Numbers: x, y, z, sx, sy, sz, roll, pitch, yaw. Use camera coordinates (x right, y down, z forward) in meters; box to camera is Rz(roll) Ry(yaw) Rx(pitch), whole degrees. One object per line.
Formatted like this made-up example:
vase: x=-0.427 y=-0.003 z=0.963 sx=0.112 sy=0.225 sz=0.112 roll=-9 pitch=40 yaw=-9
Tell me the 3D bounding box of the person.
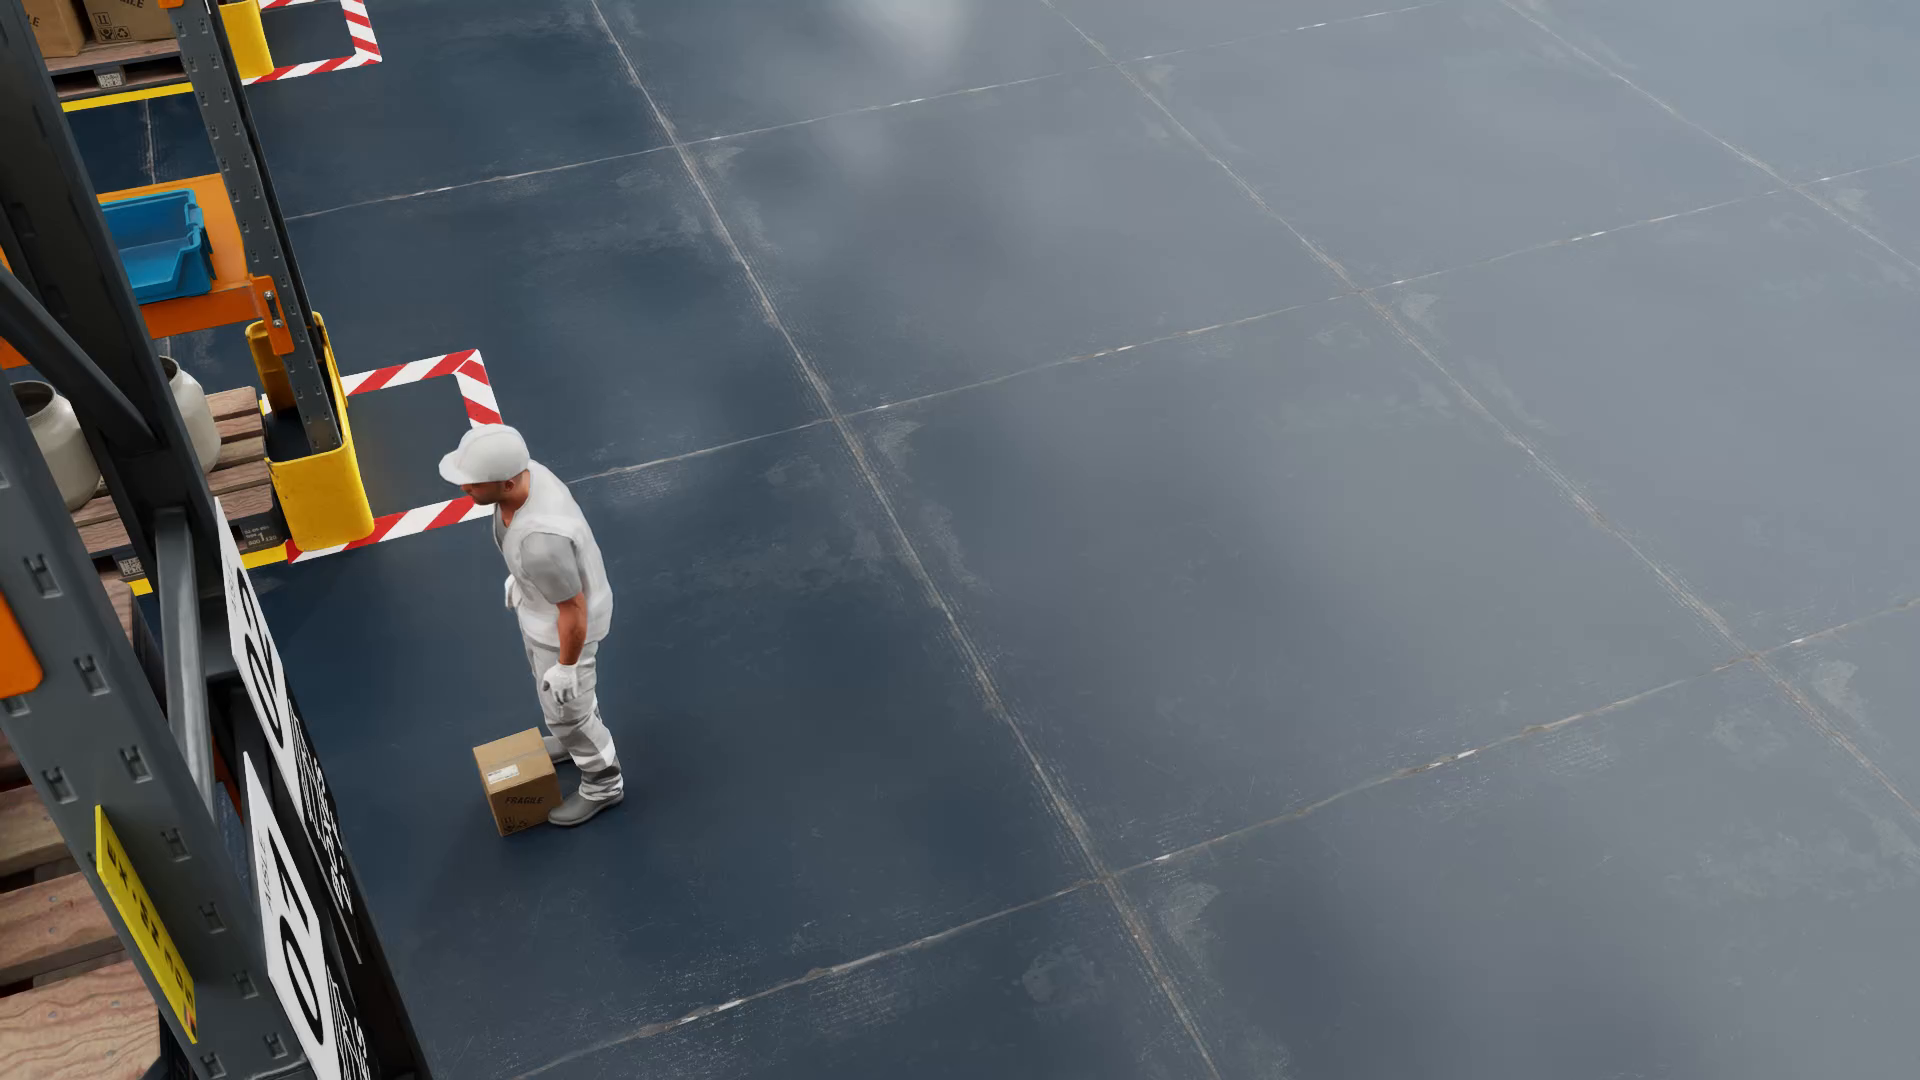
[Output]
person: x=-1.443 y=0.290 z=5.817 sx=0.446 sy=1.780 sz=0.620 roll=-18 pitch=44 yaw=-19
